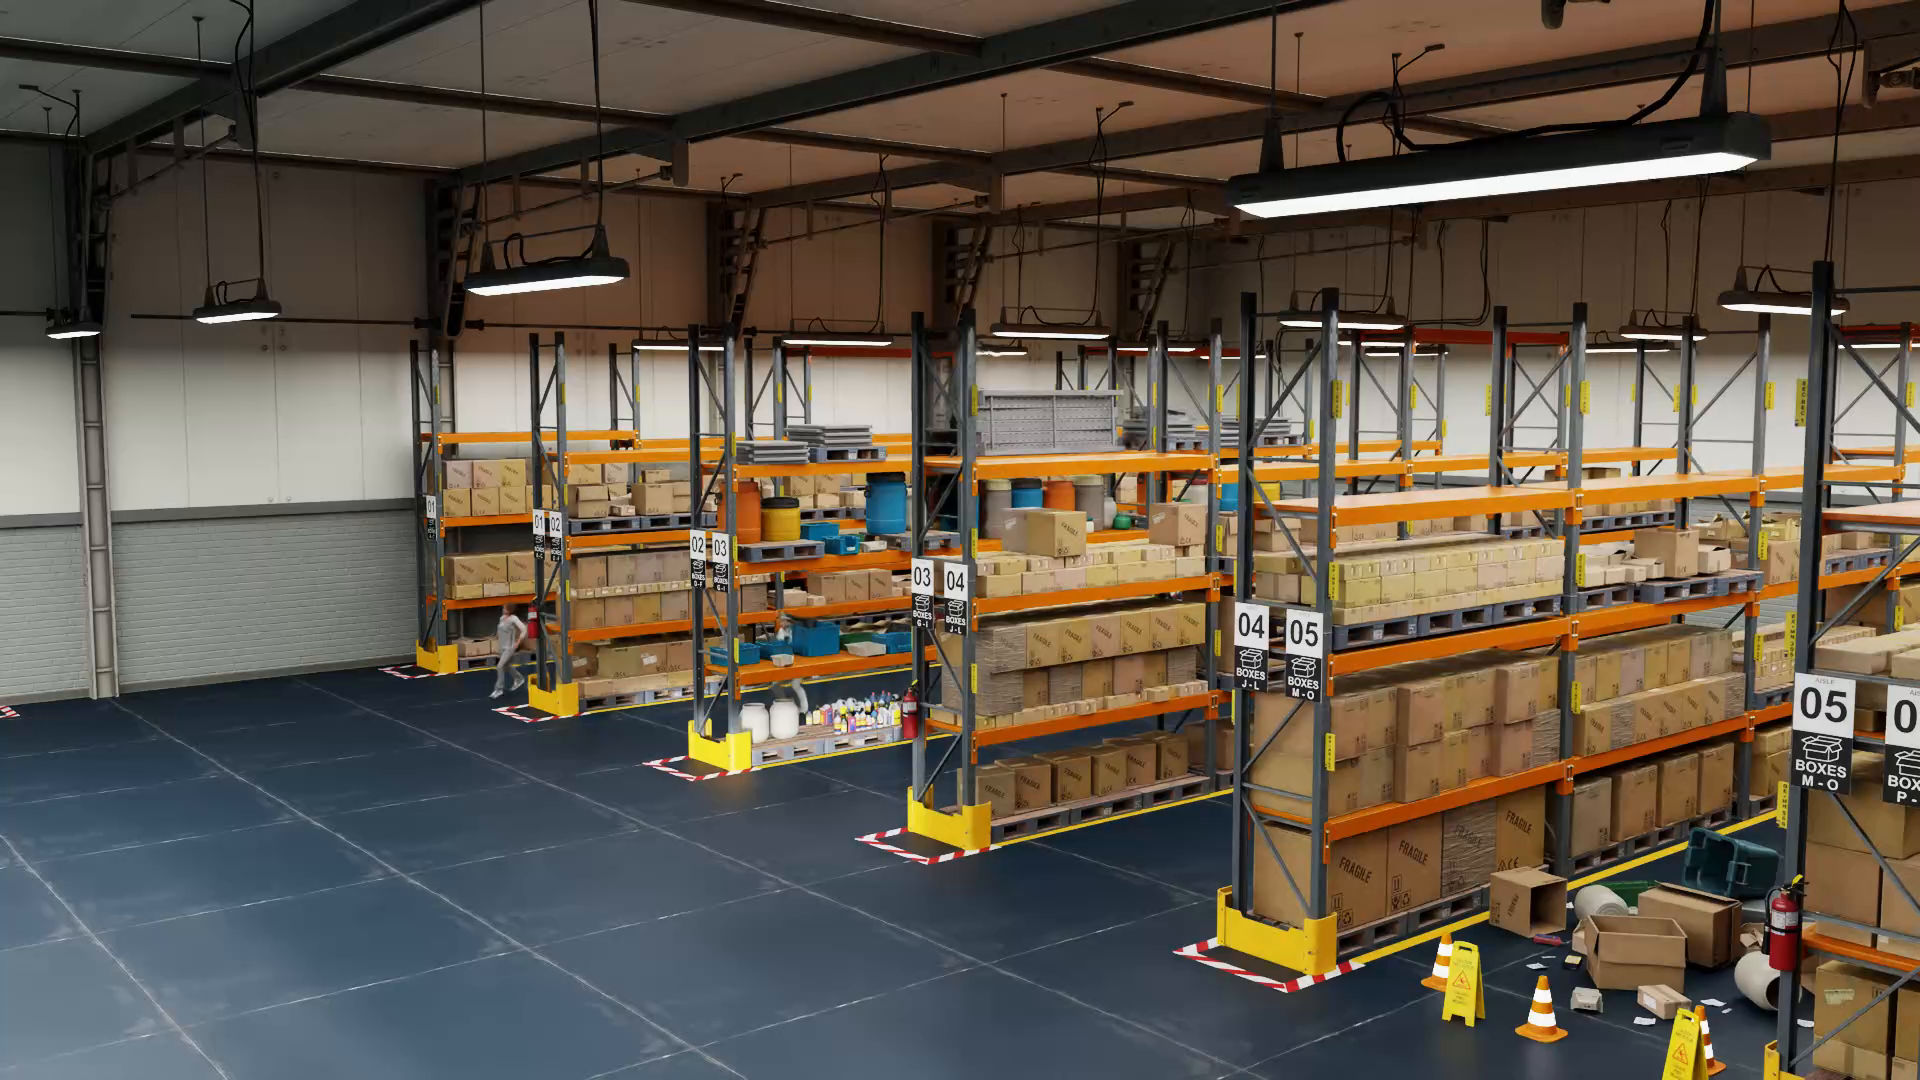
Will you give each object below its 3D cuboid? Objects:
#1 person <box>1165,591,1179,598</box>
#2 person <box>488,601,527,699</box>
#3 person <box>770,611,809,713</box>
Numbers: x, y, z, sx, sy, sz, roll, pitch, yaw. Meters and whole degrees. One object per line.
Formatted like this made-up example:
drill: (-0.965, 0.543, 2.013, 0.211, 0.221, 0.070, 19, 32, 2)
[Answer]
person: (4.087, 1.372, 31.556, 0.607, 1.743, 0.651, -5, 7, -42)
person: (-7.496, 1.825, 27.695, 0.607, 1.588, 0.755, 4, 7, 38)
person: (-2.648, 1.933, 25.881, 0.638, 1.693, 0.800, 4, 7, 40)
